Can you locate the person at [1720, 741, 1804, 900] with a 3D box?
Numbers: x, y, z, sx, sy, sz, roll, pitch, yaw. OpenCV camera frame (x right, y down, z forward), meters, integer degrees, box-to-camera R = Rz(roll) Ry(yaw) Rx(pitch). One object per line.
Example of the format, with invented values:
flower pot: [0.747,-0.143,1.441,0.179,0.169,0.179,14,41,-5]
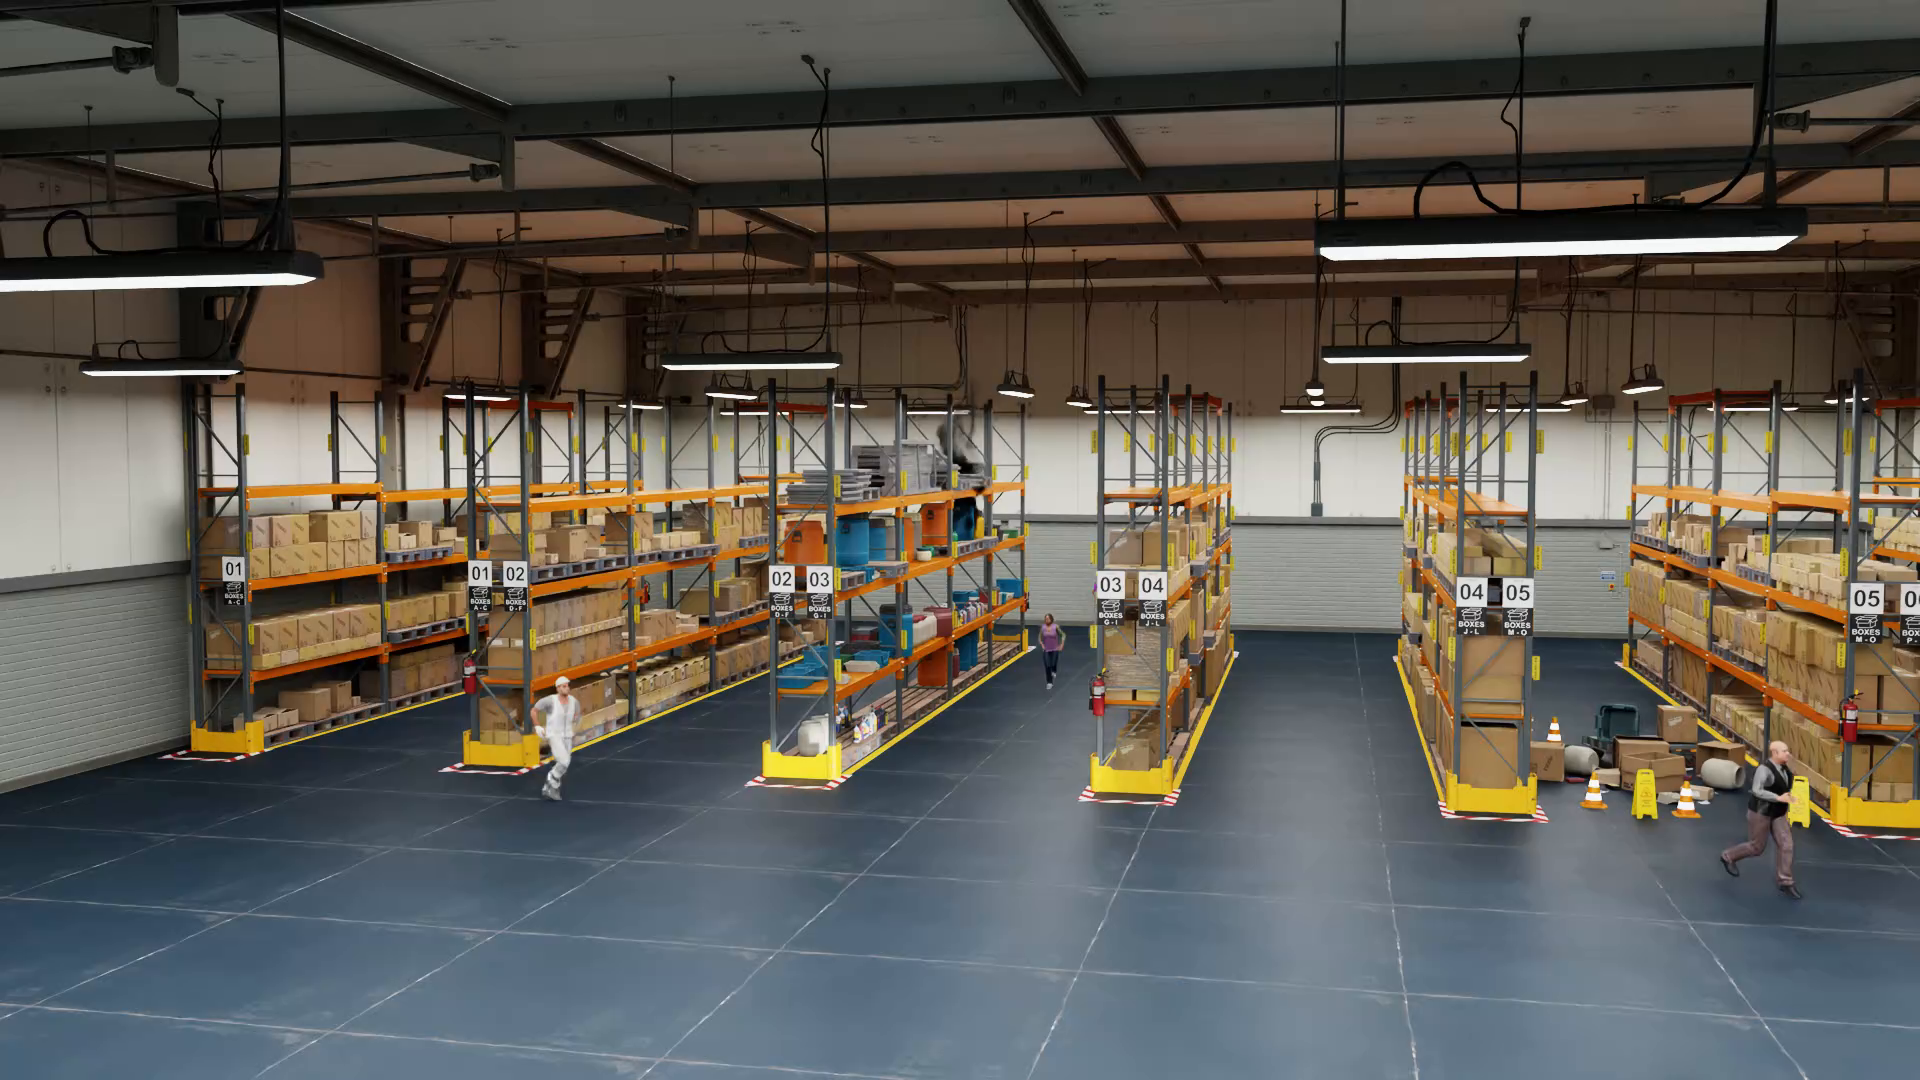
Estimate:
person: [9.025,3.095,18.668,0.691,1.735,0.981,-2,4,-34]

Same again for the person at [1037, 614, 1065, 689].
person: [1.860,2.284,34.090,0.560,1.558,0.605,1,3,12]

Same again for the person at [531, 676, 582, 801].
person: [-5.603,2.781,23.296,0.726,1.751,0.647,3,4,41]

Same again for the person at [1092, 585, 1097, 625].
person: [3.786,1.660,42.570,0.944,1.780,0.693,2,4,30]
